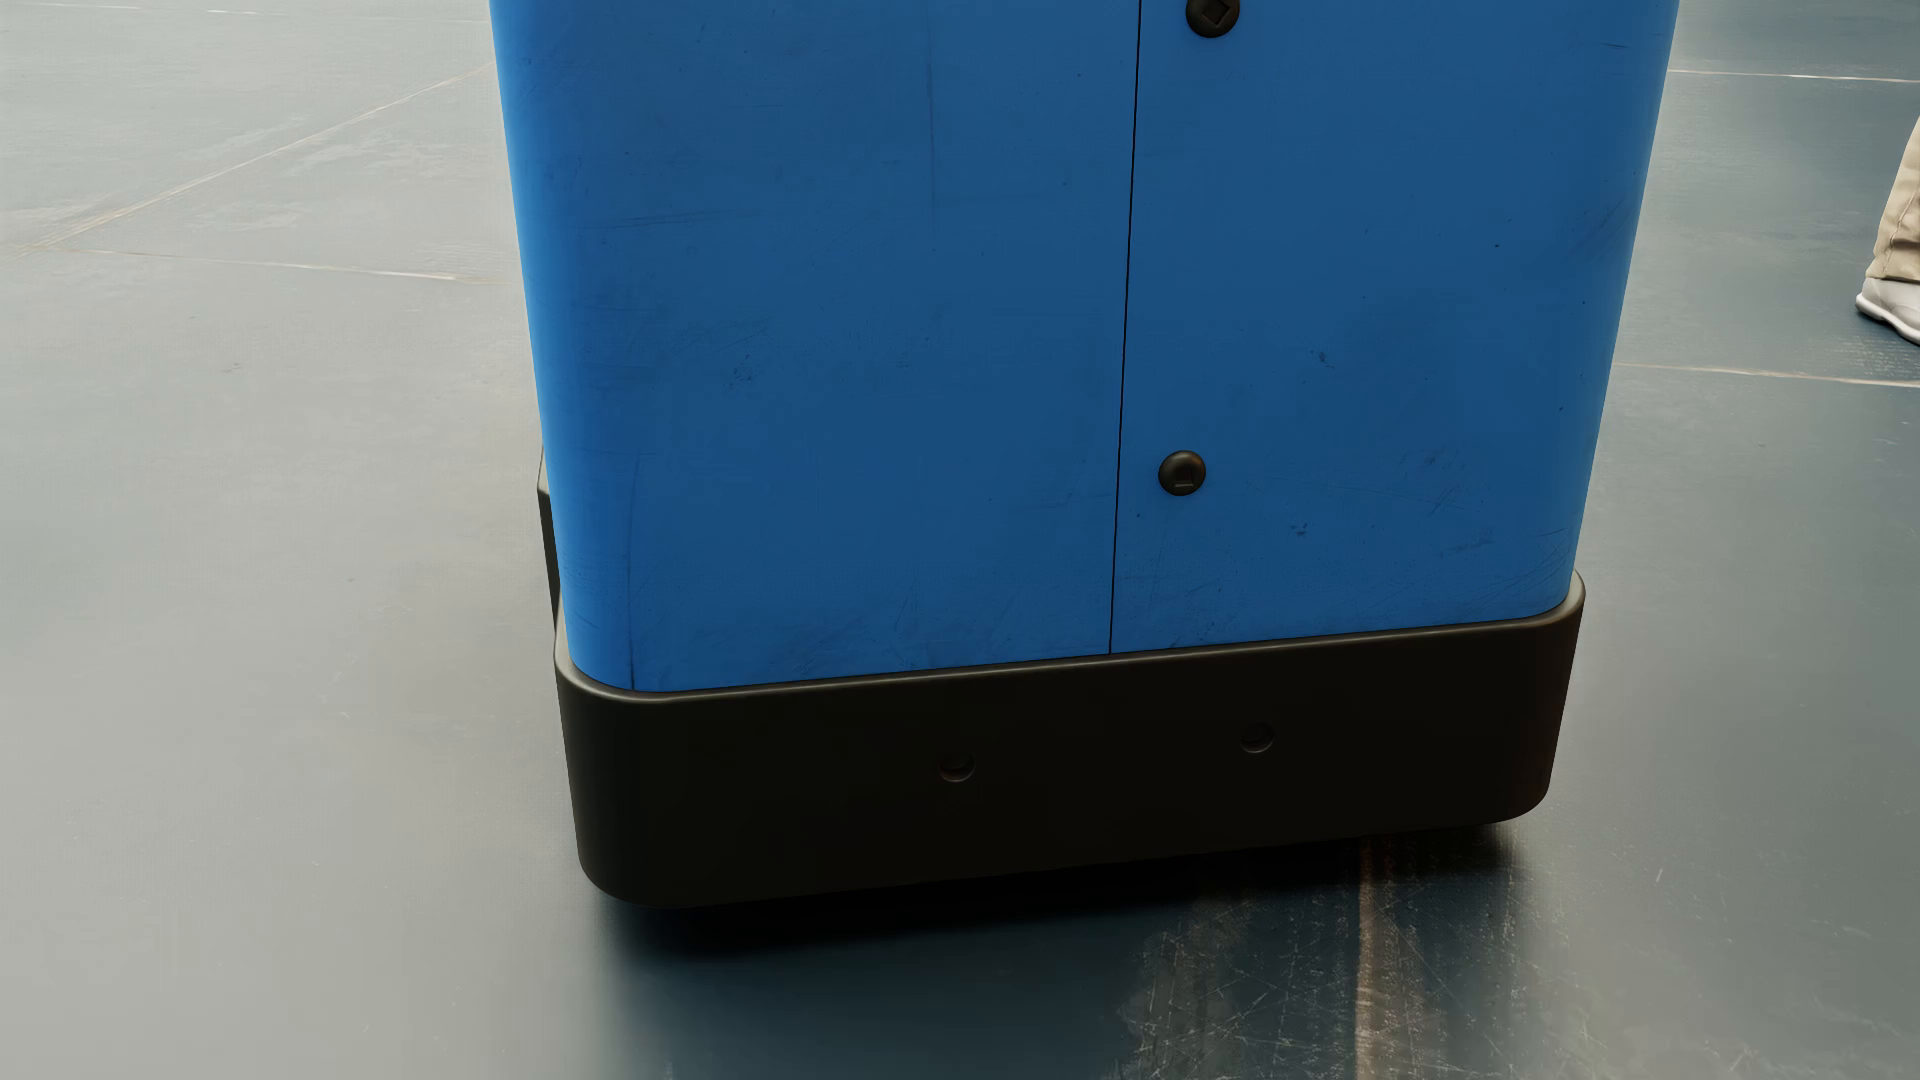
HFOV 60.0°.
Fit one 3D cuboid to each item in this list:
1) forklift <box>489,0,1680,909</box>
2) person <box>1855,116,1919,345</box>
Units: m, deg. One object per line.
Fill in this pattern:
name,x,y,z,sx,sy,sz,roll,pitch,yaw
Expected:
forklift,-0.103,-1.588,2.393,1.130,2.935,3.031,-4,27,-8
person,2.088,-1.247,3.054,0.609,1.726,0.392,-15,31,-28
